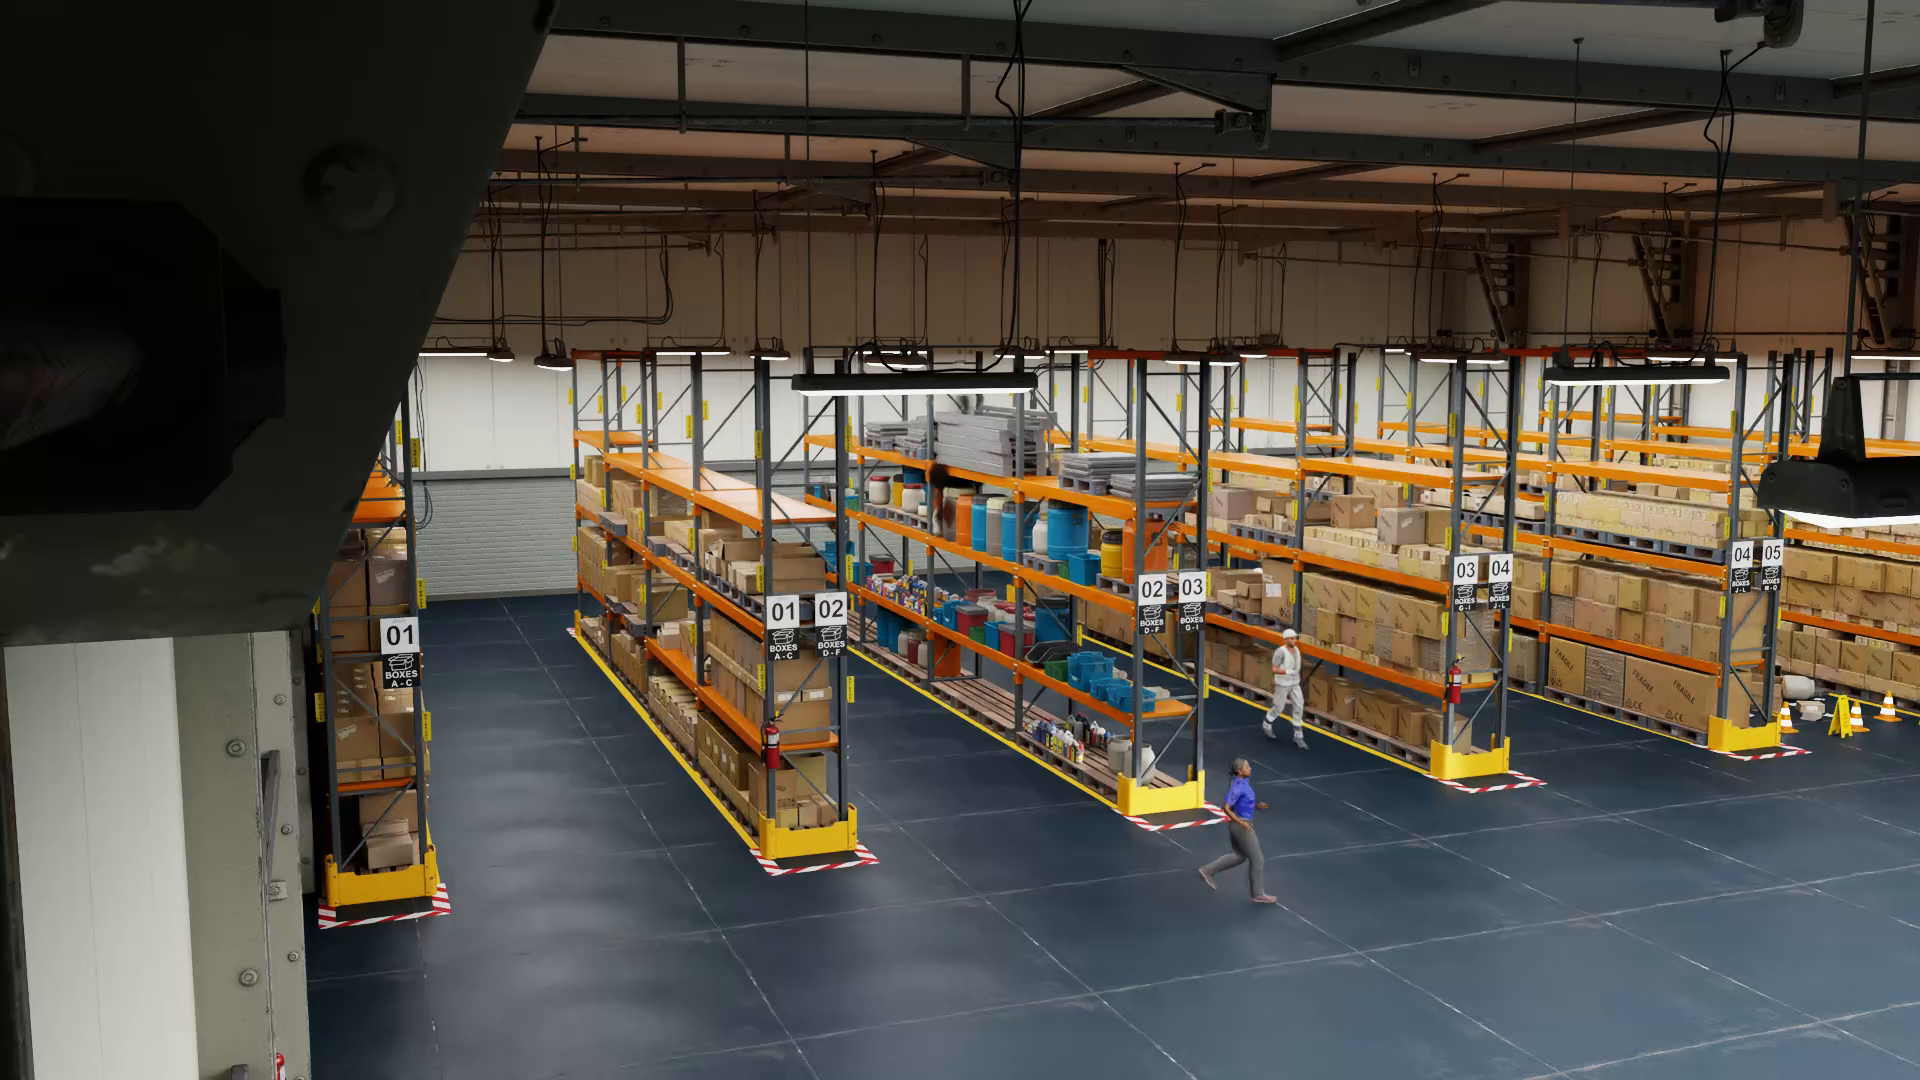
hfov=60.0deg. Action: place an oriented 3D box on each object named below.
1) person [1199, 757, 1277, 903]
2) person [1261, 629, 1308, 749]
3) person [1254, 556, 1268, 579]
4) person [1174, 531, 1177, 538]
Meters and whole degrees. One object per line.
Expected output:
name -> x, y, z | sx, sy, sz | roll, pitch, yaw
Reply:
person -> 3.107, 3.220, 18.525 | 0.871, 1.626, 0.587 | 1, 7, 8
person -> 5.016, 2.256, 25.656 | 0.613, 1.823, 0.893 | -4, 8, -29
person -> 6.416, 1.146, 35.186 | 0.593, 1.660, 0.768 | -2, 8, -19
person -> 5.027, 0.637, 38.846 | 0.693, 1.810, 0.879 | -3, 8, -19
